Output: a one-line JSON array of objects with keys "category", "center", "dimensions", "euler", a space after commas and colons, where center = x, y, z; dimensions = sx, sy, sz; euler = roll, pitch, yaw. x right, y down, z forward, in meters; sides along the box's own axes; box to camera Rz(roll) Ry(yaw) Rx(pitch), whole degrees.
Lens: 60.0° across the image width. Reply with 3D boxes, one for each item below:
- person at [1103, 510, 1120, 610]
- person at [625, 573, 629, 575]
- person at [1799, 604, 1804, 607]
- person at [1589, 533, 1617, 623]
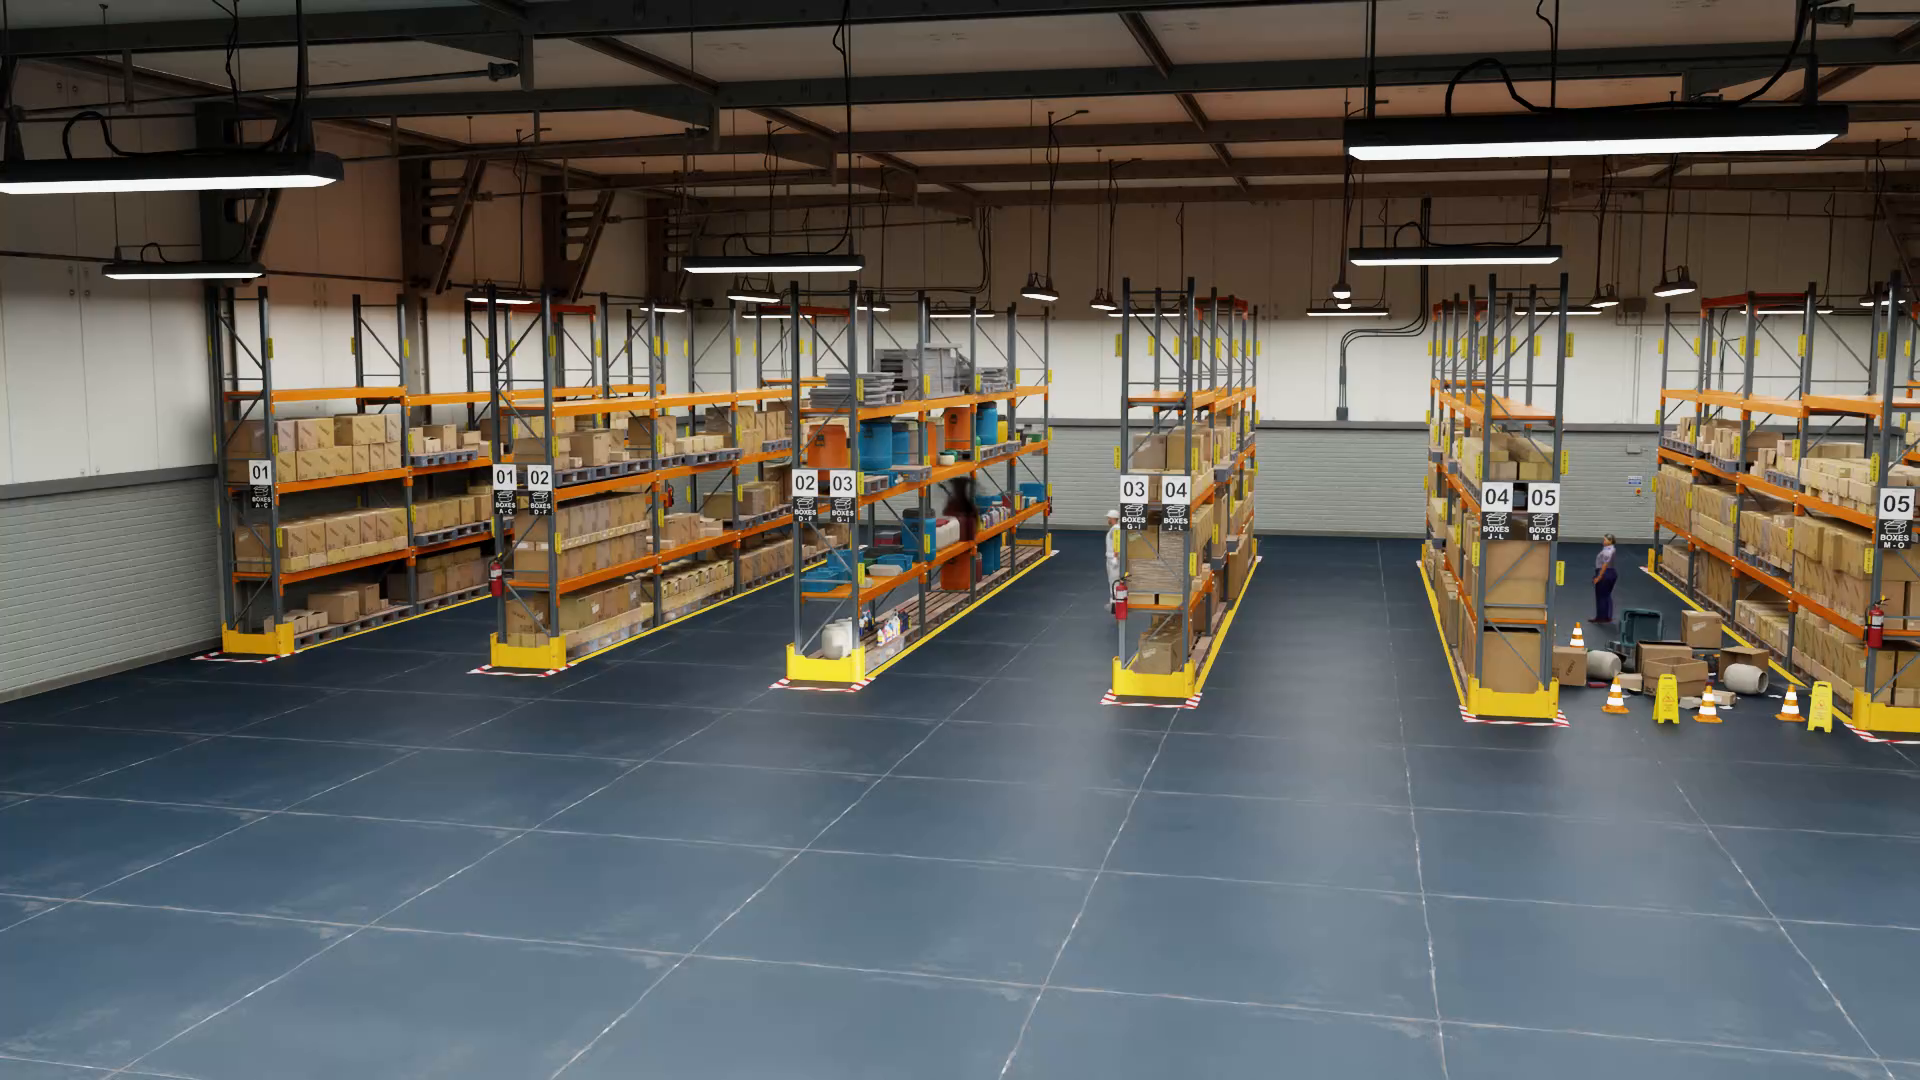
[{"category": "person", "center": [2.778, 0.347, 30.234], "dimensions": [0.438, 1.794, 0.538], "euler": [-1, 7, -10]}, {"category": "person", "center": [-7.363, -0.034, 37.007], "dimensions": [0.436, 1.568, 0.637], "euler": [1, 7, 7]}, {"category": "person", "center": [16.416, 0.531, 32.101], "dimensions": [0.464, 1.608, 0.415], "euler": [-6, 9, -42]}, {"category": "person", "center": [11.769, 0.719, 30.381], "dimensions": [0.556, 1.693, 0.424], "euler": [-6, 9, -40]}]
